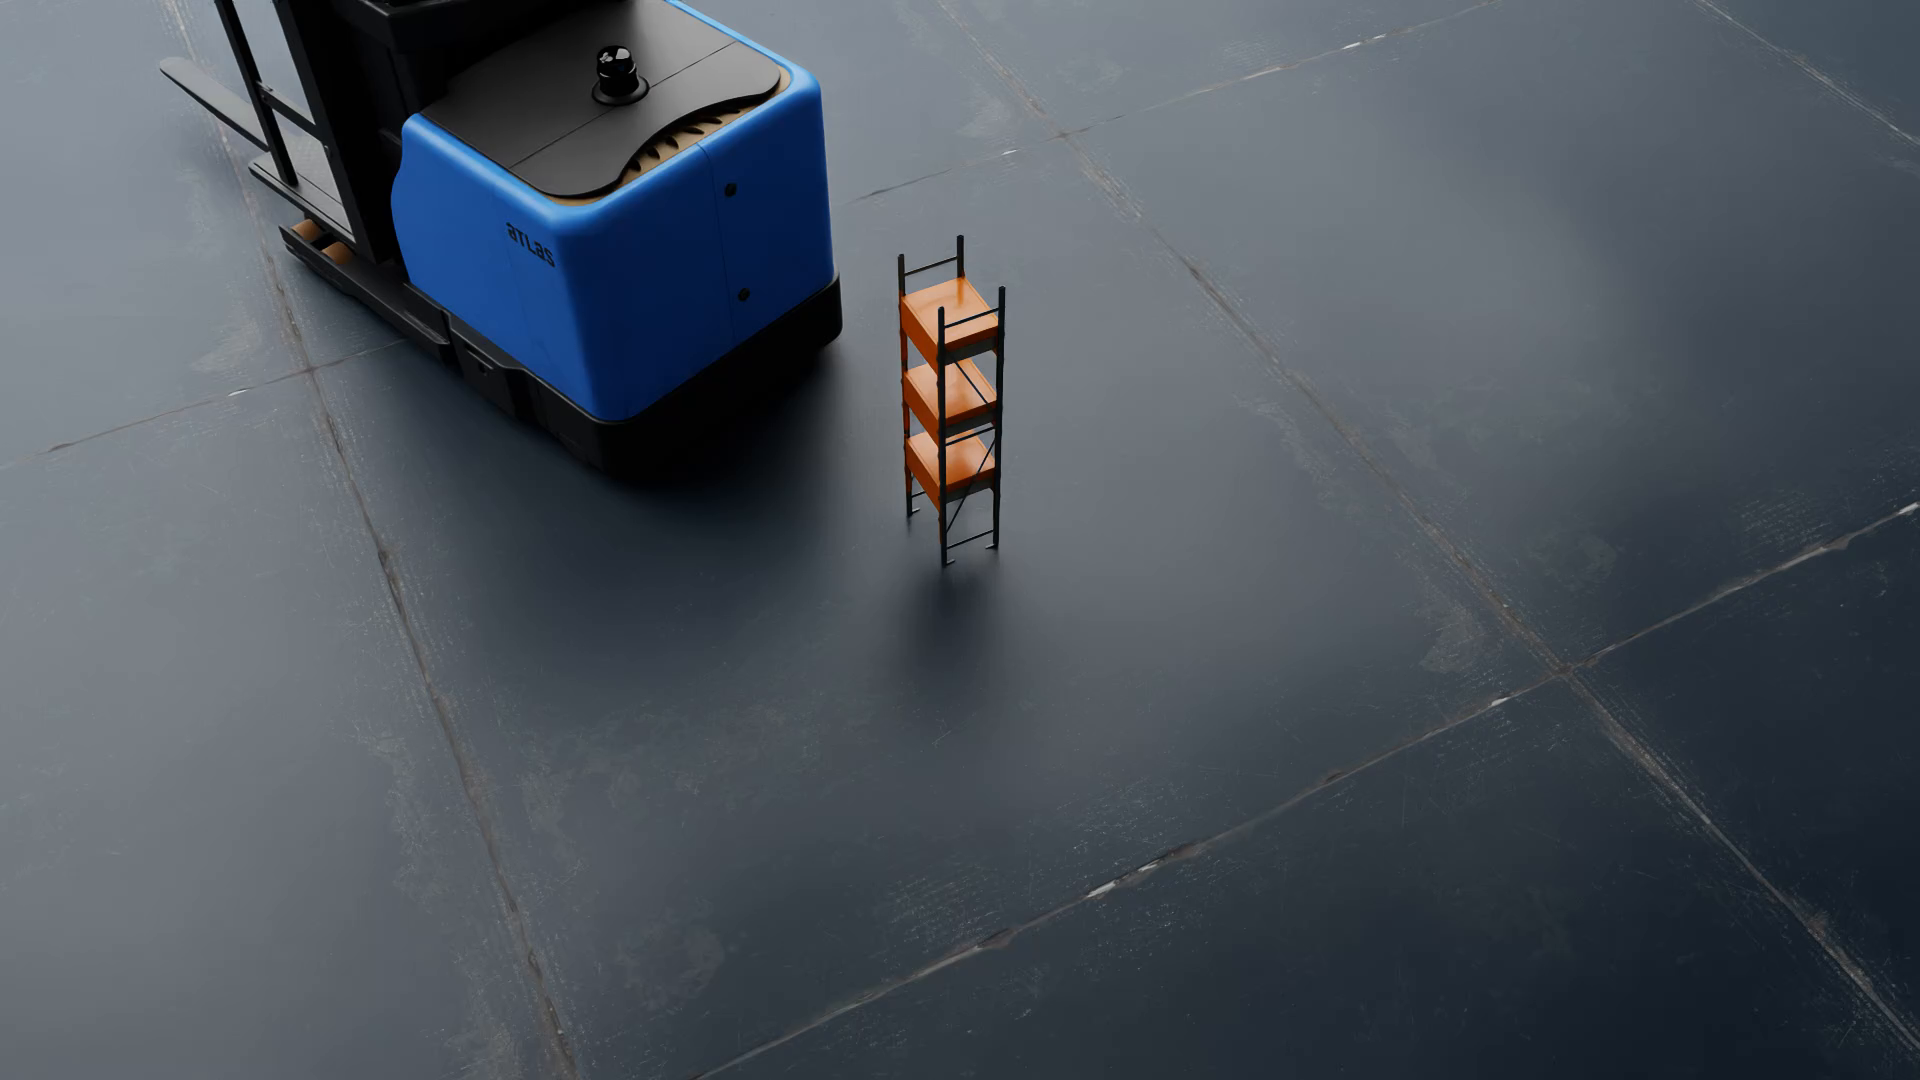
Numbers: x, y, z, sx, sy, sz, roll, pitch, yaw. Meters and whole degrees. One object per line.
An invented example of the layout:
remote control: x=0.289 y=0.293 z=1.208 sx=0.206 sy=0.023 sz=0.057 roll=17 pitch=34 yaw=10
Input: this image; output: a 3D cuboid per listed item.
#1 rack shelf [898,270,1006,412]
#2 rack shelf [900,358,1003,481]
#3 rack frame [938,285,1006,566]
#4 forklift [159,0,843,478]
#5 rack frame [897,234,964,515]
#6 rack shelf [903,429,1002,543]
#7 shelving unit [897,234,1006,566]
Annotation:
rack shelf: x=-0.024 y=-0.561 z=4.681 sx=0.215 sy=0.259 sz=0.240 roll=-21 pitch=52 yaw=-18
rack shelf: x=-0.024 y=-0.374 z=4.894 sx=0.215 sy=0.259 sz=0.240 roll=-21 pitch=52 yaw=-18
rack frame: x=0.031 y=-0.300 z=4.815 sx=0.200 sy=1.050 sz=0.008 roll=-21 pitch=52 yaw=-18
forklift: x=-1.842 y=-2.140 z=5.174 sx=3.031 sy=2.935 sz=1.130 roll=34 pitch=57 yaw=26
rack frame: x=-0.080 y=-0.463 z=4.958 sx=0.200 sy=1.050 sz=0.008 roll=-21 pitch=52 yaw=-18
rack shelf: x=-0.024 y=-0.192 z=5.103 sx=0.215 sy=0.259 sz=0.240 roll=-21 pitch=52 yaw=-18
shelving unit: x=-0.024 y=-0.381 z=4.886 sx=0.215 sy=1.050 sz=0.252 roll=-21 pitch=52 yaw=-18
